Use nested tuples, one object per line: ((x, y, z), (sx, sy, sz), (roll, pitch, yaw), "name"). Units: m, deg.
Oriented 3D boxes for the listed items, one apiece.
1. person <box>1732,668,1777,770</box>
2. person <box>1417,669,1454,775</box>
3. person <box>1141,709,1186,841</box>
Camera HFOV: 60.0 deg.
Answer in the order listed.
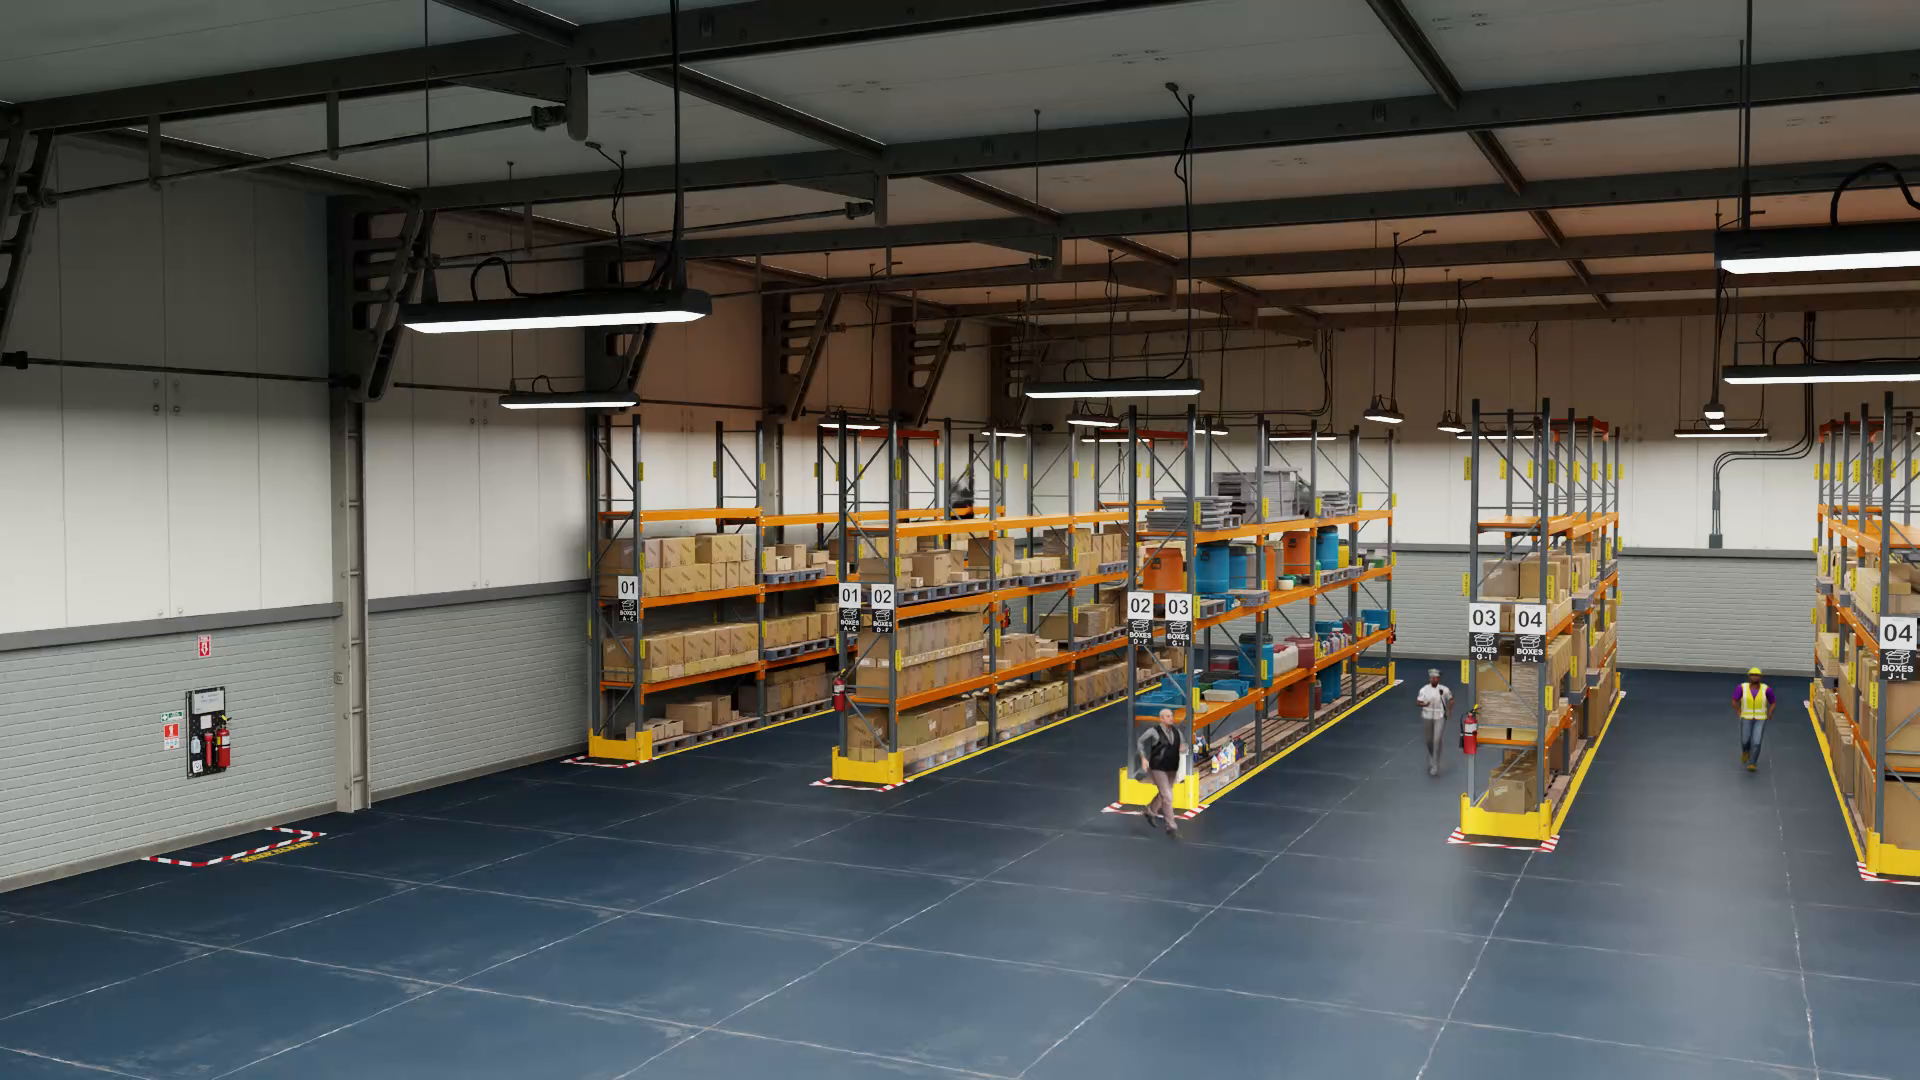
((13.312, 2.994, 27.885), (0.684, 1.718, 0.574), (1, 3, 24), "person")
((7.913, 2.991, 27.733), (0.570, 1.698, 0.906), (1, 3, 26), "person")
((2.757, 3.176, 22.776), (0.519, 1.739, 0.943), (-2, 3, -33), "person")
